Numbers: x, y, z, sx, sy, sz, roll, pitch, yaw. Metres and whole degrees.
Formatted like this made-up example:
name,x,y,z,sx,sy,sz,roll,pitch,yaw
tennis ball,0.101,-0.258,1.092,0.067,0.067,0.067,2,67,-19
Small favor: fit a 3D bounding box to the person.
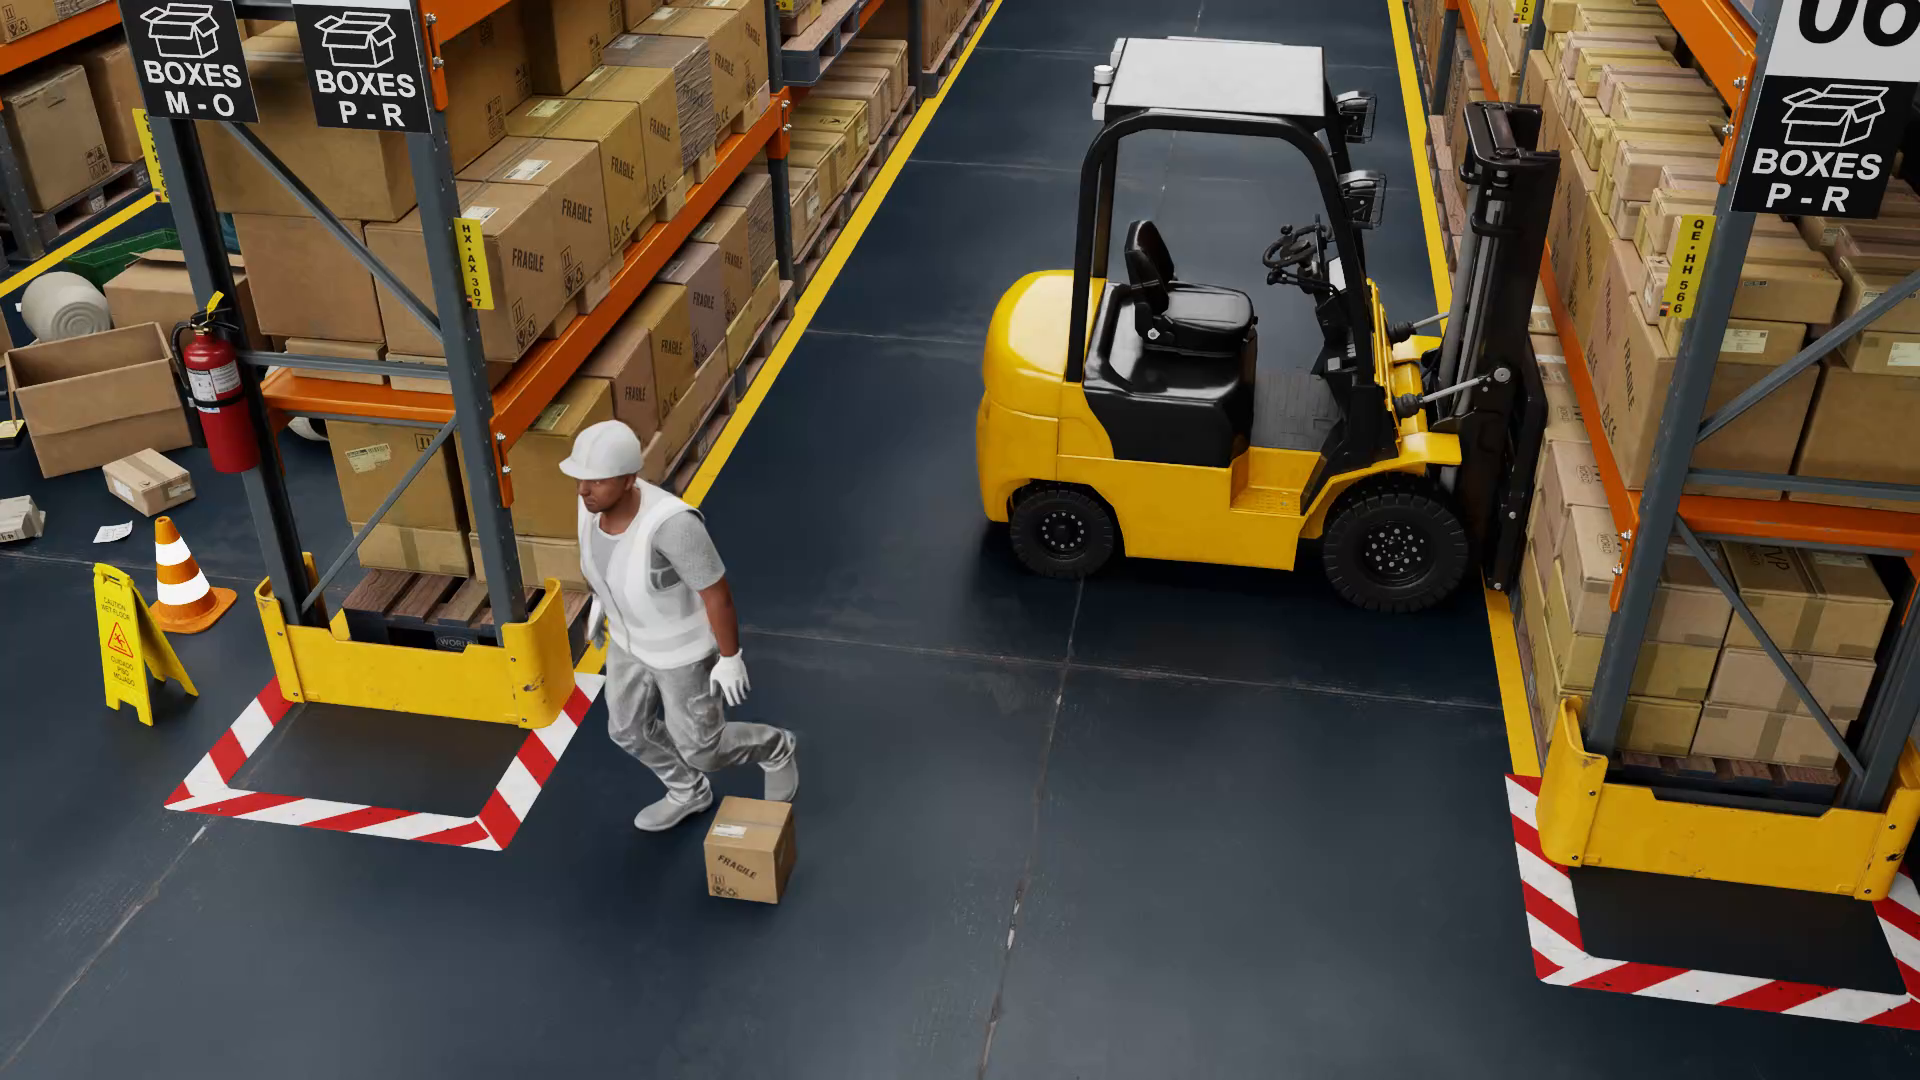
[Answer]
name,x,y,z,sx,sy,sz,roll,pitch,yaw
person,-0.950,0.291,5.712,0.720,1.718,0.745,24,39,33
